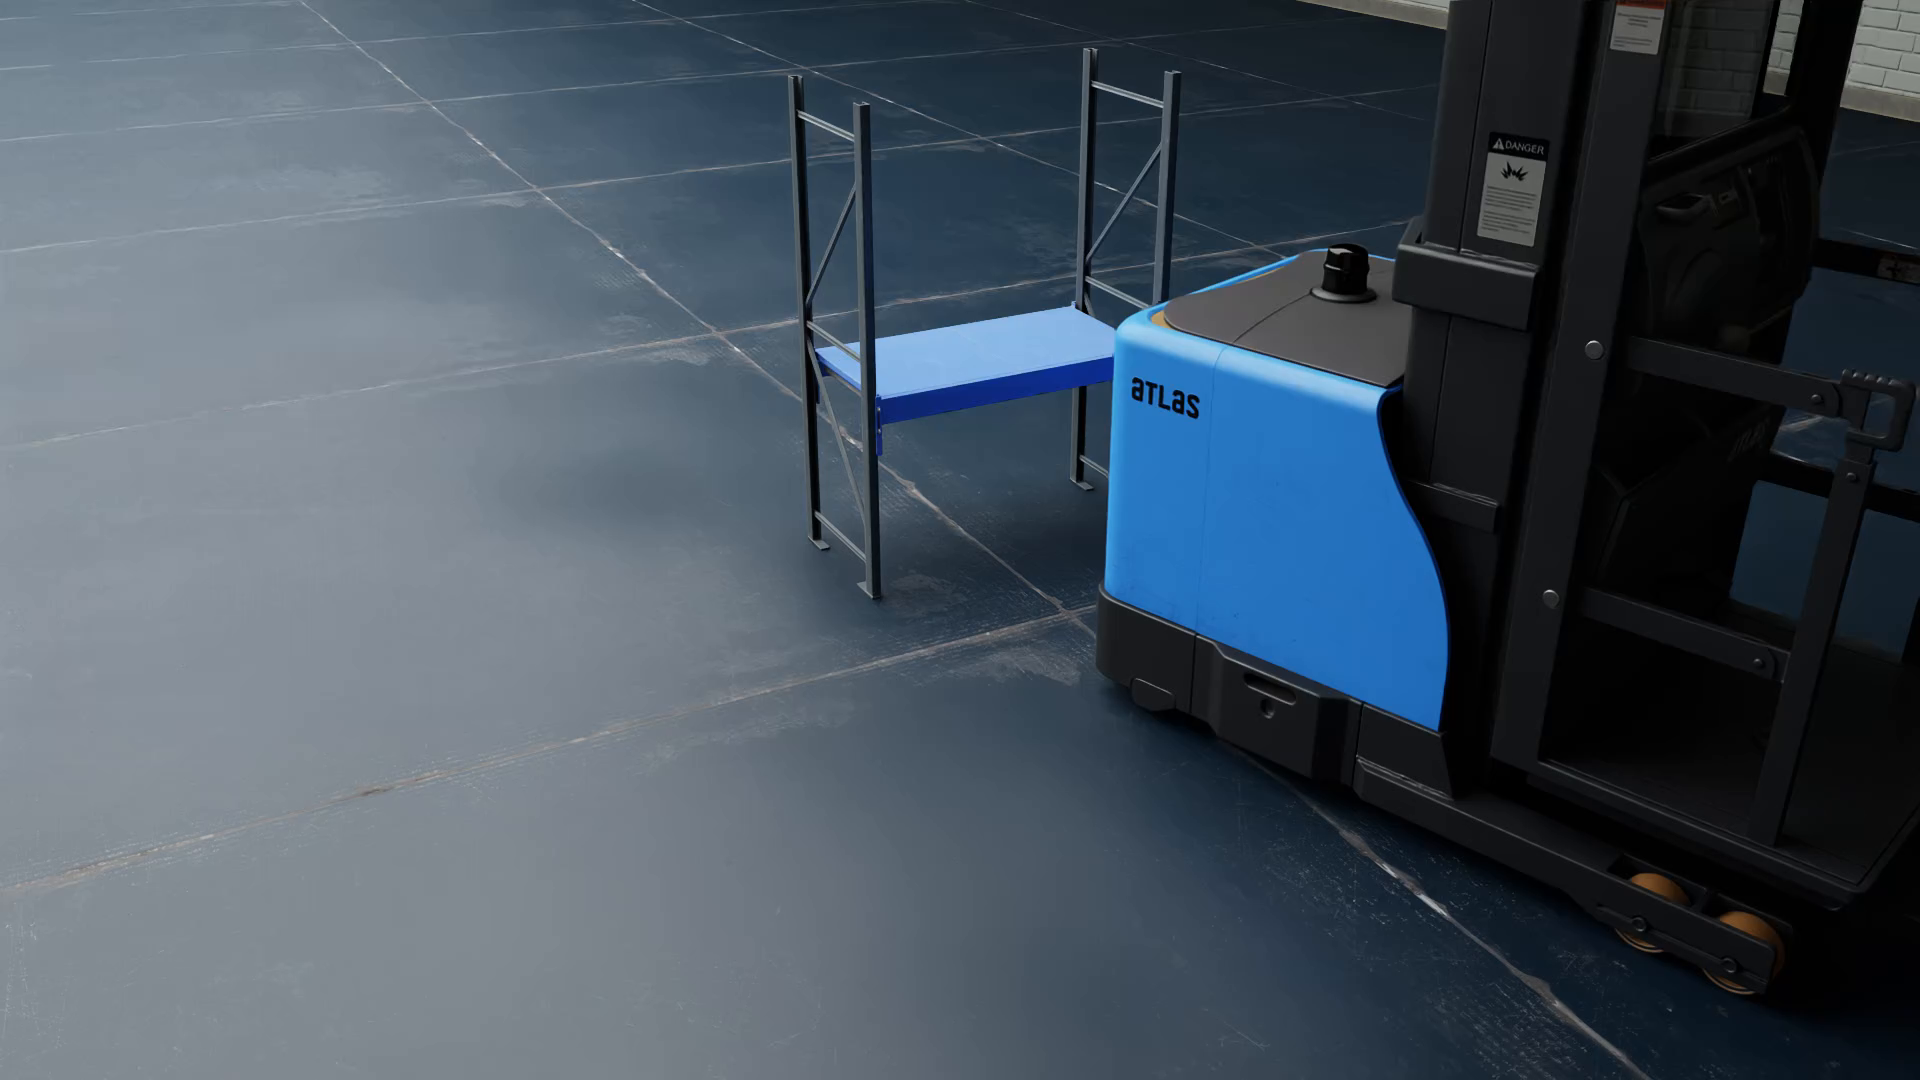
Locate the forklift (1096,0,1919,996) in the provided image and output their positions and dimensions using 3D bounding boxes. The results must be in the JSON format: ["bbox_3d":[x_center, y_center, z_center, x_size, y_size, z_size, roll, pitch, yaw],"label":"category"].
[{"bbox_3d":[1.789,-0.620,3.407,3.031,2.935,1.130,22,34,39],"label":"forklift"}]

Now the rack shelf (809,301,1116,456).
[{"bbox_3d":[0.075,-0.531,5.291,1.000,0.185,0.538,-13,29,-25],"label":"rack shelf"}]

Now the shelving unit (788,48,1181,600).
[{"bbox_3d":[0.075,-0.693,5.214,1.048,1.500,0.538,-13,29,-25],"label":"shelving unit"}]

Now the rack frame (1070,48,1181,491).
[{"bbox_3d":[0.524,-0.797,5.429,0.032,1.500,0.500,-13,29,-25],"label":"rack frame"}]

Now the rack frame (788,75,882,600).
[{"bbox_3d":[-0.373,-0.590,4.998,0.032,1.500,0.500,-13,29,-25],"label":"rack frame"}]
